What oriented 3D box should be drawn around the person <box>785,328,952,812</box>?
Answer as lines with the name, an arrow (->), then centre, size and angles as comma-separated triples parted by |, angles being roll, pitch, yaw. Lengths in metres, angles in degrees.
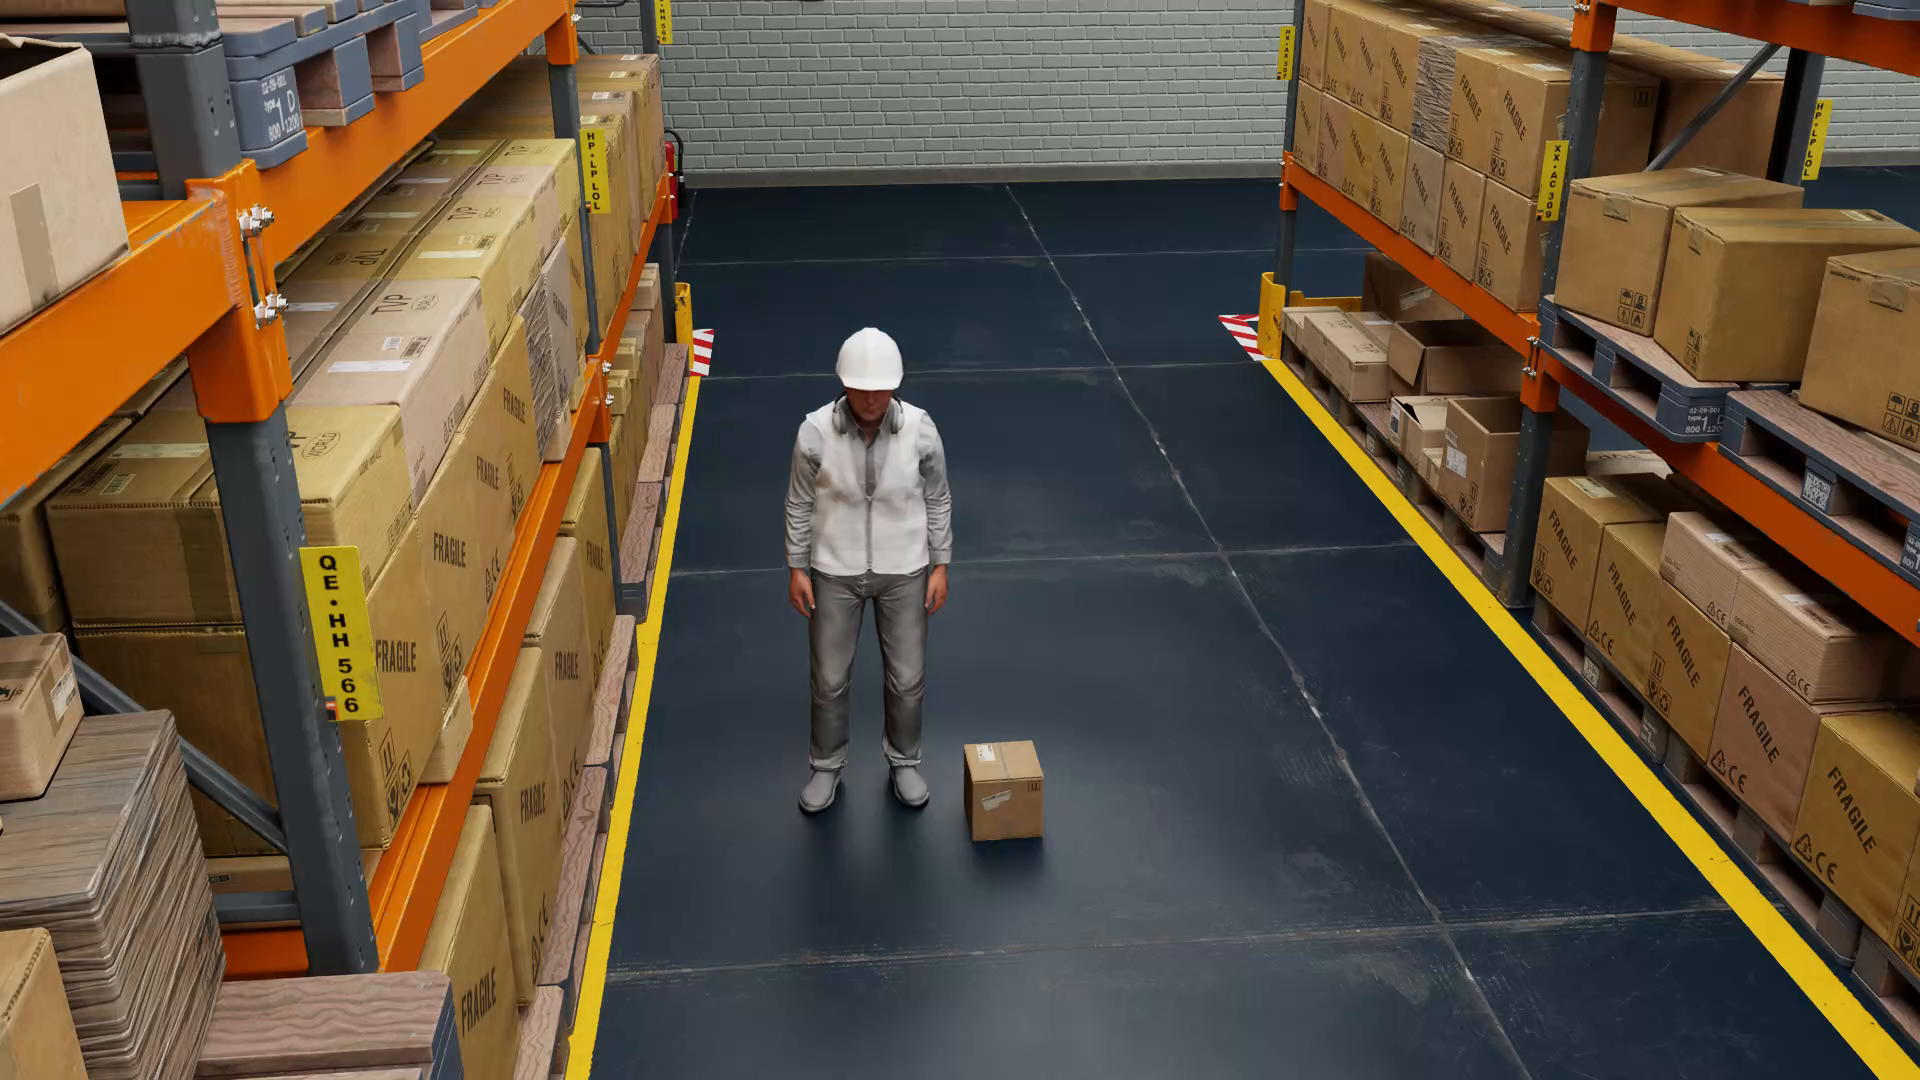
person -> -0.317, 0.107, 5.823 | 0.580, 1.769, 0.461 | -2, 24, -4
